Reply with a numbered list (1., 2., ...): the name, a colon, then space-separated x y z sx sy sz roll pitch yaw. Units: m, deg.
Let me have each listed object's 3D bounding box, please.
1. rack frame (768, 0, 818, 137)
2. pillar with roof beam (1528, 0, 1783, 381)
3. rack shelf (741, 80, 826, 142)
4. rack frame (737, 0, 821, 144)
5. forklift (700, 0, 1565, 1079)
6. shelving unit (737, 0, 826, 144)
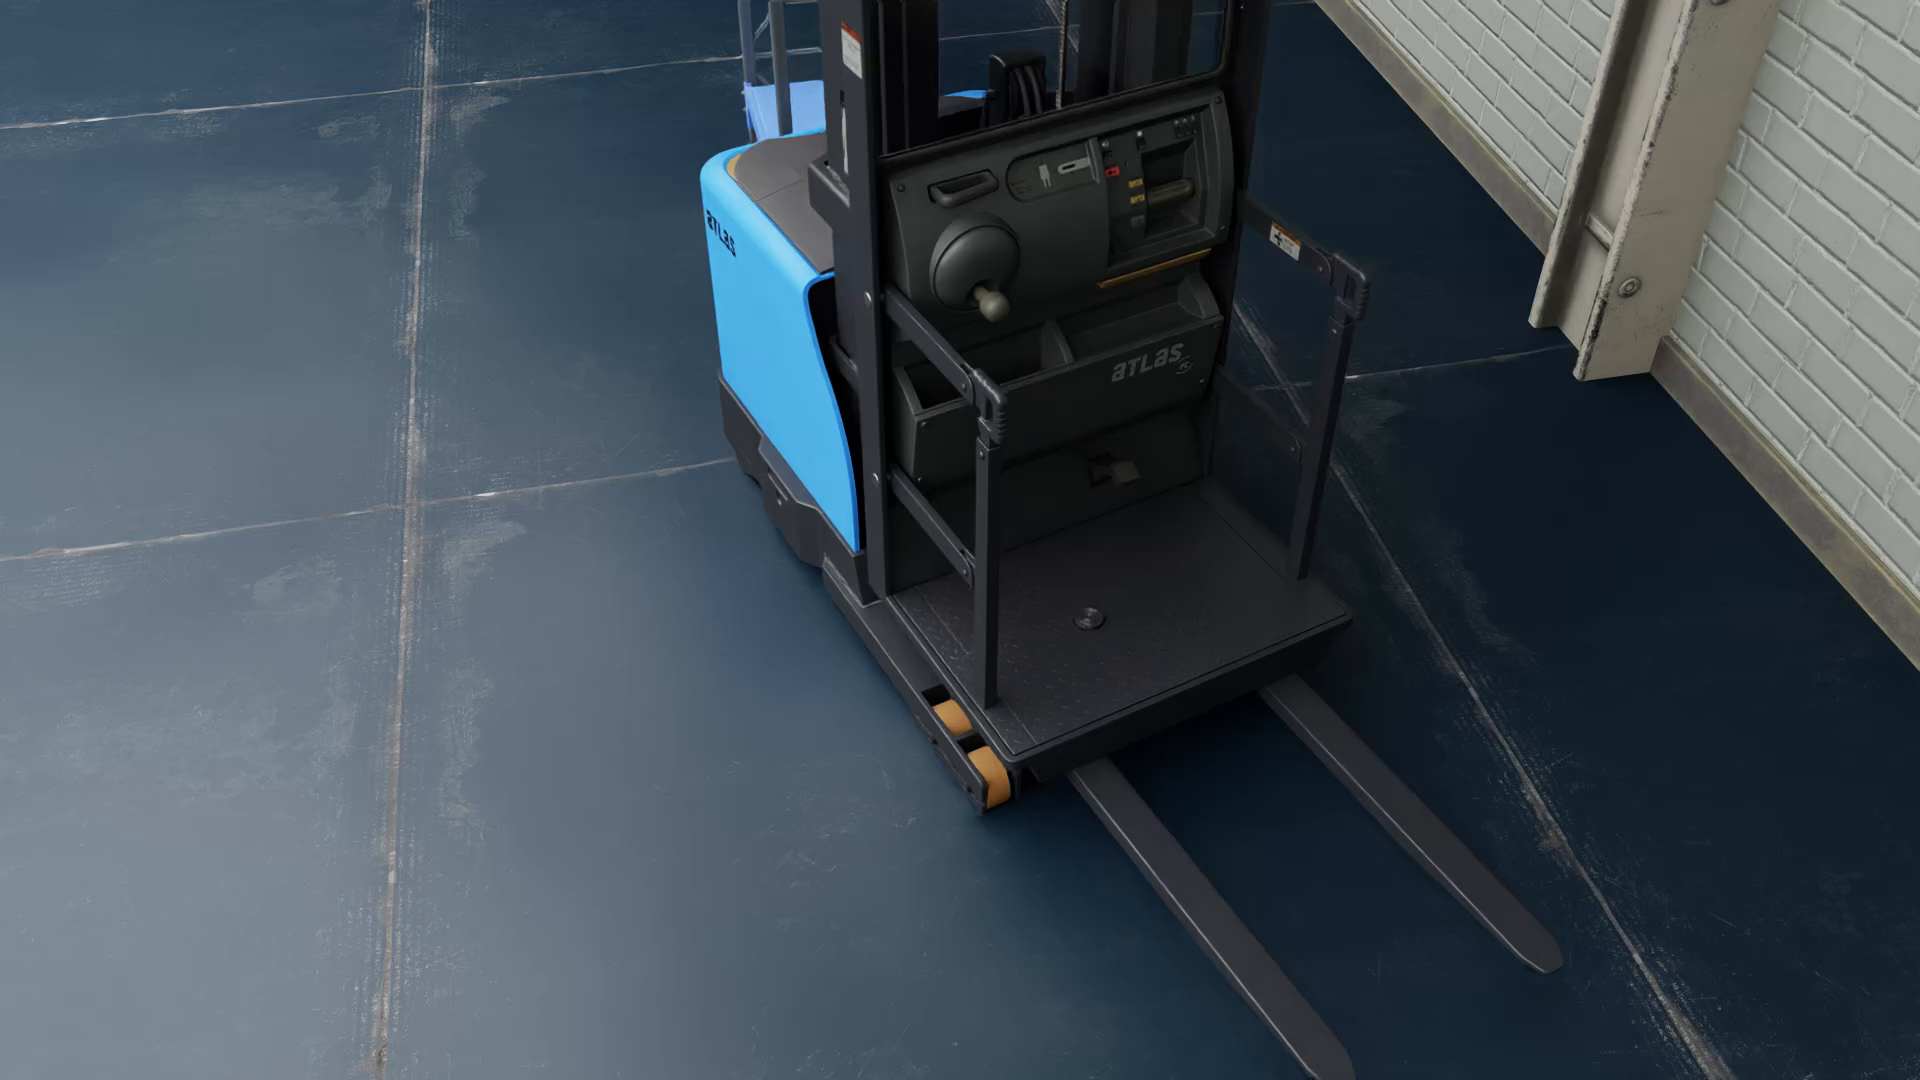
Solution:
1. rack frame: -0.326 -1.152 5.418 0.500 1.500 0.032 -9 42 -10
2. pillar with roof beam: -1.905 -3.460 2.370 9.100 9.000 0.400 -8 42 -9
3. rack shelf: -0.440 -1.346 5.908 0.538 0.185 1.000 -9 42 -10
4. rack frame: -0.555 -1.809 6.159 0.500 1.500 0.032 -9 42 -10
5. forklift: 0.367 -0.728 3.862 1.130 2.935 3.031 -20 45 -21
6. shelving unit: -0.440 -1.481 5.788 0.538 1.500 1.048 -9 42 -10
